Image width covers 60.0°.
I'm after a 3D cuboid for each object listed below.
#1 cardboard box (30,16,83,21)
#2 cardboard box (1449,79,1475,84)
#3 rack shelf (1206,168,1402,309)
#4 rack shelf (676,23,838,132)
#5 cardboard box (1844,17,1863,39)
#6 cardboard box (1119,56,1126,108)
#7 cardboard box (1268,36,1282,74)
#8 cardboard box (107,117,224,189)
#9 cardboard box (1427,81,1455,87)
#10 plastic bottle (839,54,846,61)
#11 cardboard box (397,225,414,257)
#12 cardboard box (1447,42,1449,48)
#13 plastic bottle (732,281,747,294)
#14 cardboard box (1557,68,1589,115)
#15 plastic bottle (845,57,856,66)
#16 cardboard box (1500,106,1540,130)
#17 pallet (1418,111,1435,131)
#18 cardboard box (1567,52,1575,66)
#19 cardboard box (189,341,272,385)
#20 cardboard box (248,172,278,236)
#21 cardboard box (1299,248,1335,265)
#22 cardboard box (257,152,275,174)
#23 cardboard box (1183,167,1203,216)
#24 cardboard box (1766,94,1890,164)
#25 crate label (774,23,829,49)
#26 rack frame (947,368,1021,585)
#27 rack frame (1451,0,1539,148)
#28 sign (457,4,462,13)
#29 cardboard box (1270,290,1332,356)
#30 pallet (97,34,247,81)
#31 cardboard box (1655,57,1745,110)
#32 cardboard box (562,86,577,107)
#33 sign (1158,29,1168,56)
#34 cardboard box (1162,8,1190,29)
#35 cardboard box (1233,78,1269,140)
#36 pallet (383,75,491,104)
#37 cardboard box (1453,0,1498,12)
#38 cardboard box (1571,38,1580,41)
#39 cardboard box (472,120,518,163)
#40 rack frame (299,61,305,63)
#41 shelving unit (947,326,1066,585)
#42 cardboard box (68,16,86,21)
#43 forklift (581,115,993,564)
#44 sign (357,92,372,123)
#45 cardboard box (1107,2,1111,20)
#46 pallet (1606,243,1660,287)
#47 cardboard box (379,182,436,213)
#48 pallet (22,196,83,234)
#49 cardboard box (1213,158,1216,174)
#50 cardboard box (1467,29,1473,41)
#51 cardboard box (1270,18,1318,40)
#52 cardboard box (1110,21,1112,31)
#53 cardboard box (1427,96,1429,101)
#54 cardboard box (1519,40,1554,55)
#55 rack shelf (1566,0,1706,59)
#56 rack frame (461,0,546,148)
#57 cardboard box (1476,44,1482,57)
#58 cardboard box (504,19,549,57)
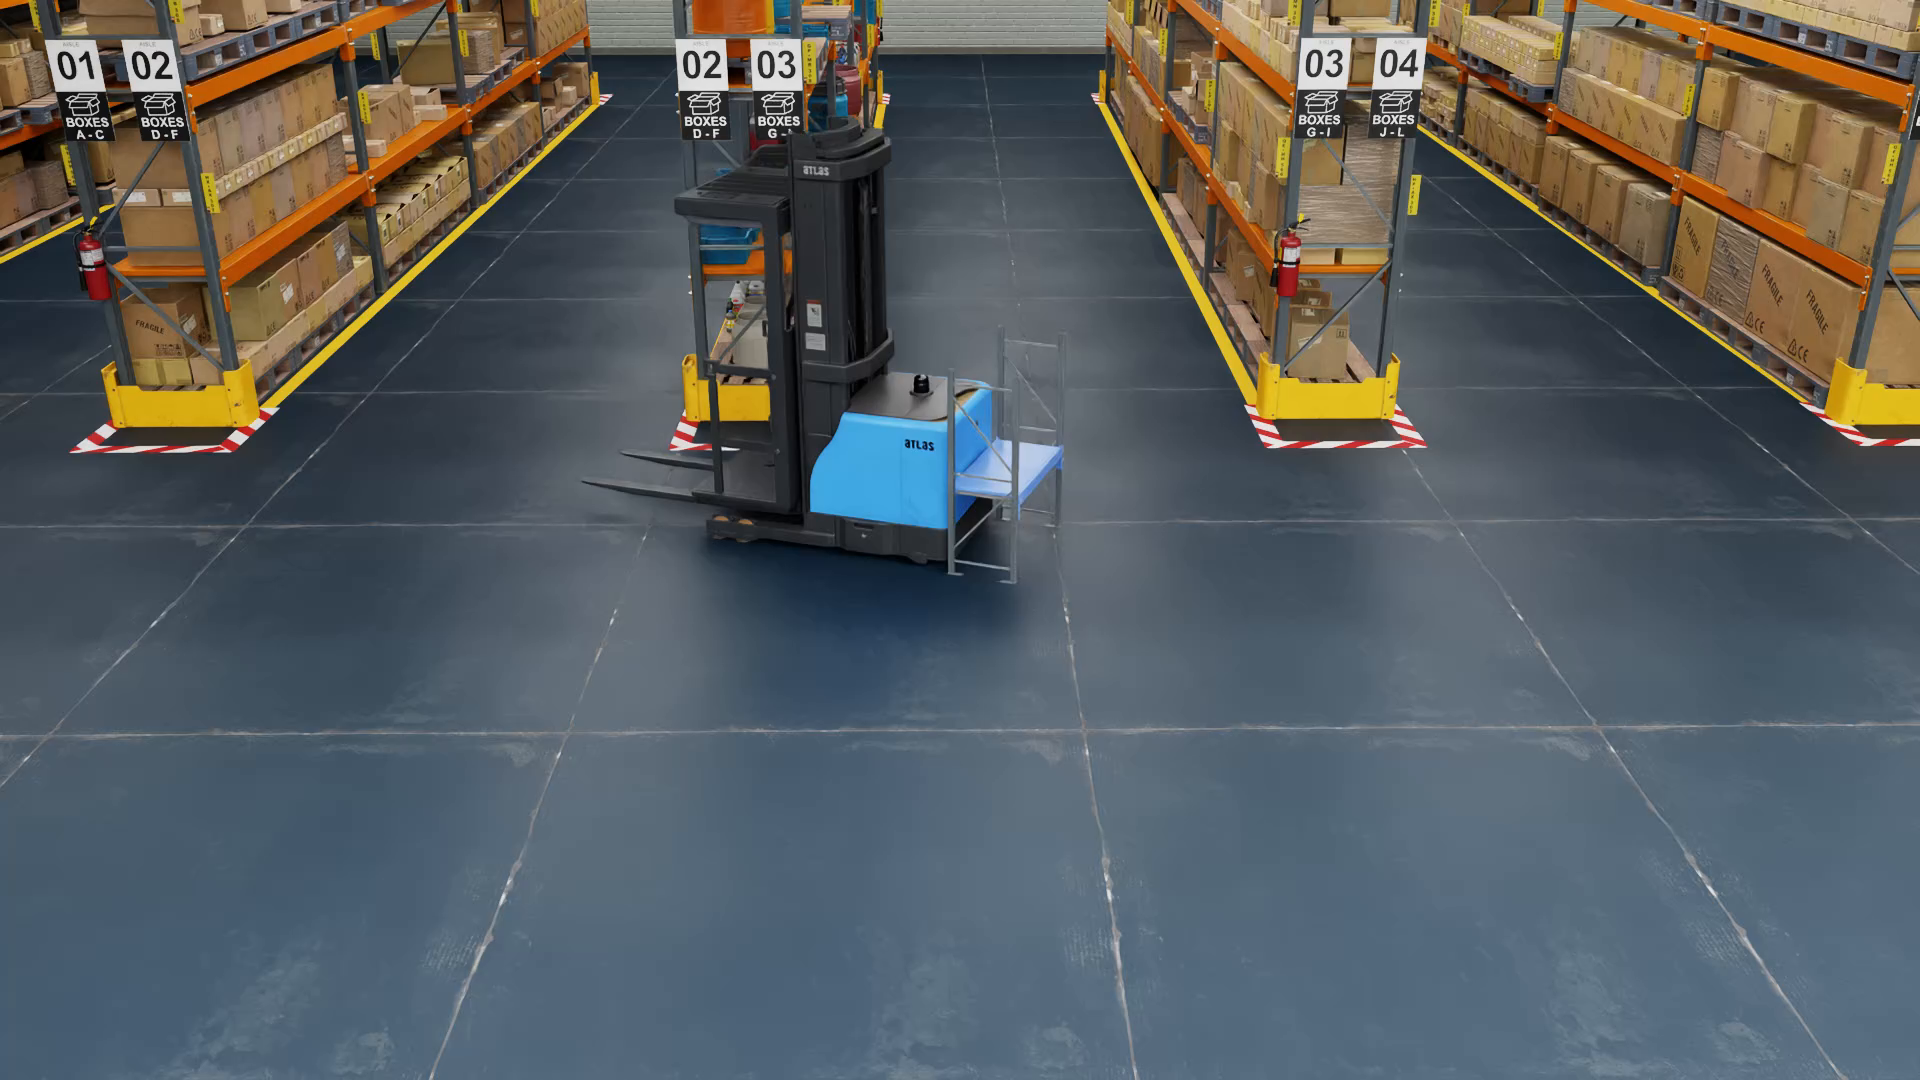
[{"bbox_3d":[-12.012,-6.829,22.177,0.500,0.250,0.500,-1,24,-2],"label":"cardboard box"},{"bbox_3d":[8.214,-7.441,27.173,0.380,0.149,0.250,-1,24,-2],"label":"cardboard box"},{"bbox_3d":[3.181,-2.954,15.897,1.077,0.370,4.000,0,24,-1],"label":"rack shelf"},{"bbox_3d":[-1.772,-4.298,15.229,1.077,0.370,4.000,0,24,-1],"label":"rack shelf"},{"bbox_3d":[7.814,-4.376,14.203,0.380,0.149,0.250,0,24,0],"label":"cardboard box"},{"bbox_3d":[3.125,-7.635,27.444,0.875,0.875,0.875,0,24,-1],"label":"cardboard box"},{"bbox_3d":[2.935,-4.159,14.231,0.500,0.250,0.500,0,24,0],"label":"cardboard box"},{"bbox_3d":[-6.696,-3.265,14.017,0.700,0.500,0.500,0,24,0],"label":"cardboard box"},{"bbox_3d":[7.788,-7.332,26.932,0.380,0.149,0.250,0,24,0],"label":"cardboard box"},{"bbox_3d":[-1.667,-6.738,23.548,0.097,0.271,0.097,0,24,0],"label":"plastic bottle"},{"bbox_3d":[-6.507,-3.379,18.791,0.500,0.250,0.500,0,24,1],"label":"cardboard box"},{"bbox_3d":[7.806,-7.707,25.839,0.380,0.149,0.250,-1,24,-2],"label":"cardboard box"},{"bbox_3d":[-2.191,-2.413,16.508,0.144,0.351,0.185,1,24,2],"label":"plastic bottle"},{"bbox_3d":[7.811,-5.594,20.740,0.500,0.500,0.500,0,24,0],"label":"cardboard box"},{"bbox_3d":[-1.540,-6.653,23.354,0.152,0.276,0.135,0,24,-1],"label":"plastic bottle"},{"bbox_3d":[7.801,-5.827,22.990,0.500,0.250,0.500,0,24,1],"label":"cardboard box"},{"bbox_3d":[7.974,-6.893,27.117,1.003,0.211,1.213,0,24,-1],"label":"pallet"},{"bbox_3d":[8.261,-6.369,22.009,0.380,0.149,0.250,-1,24,-2],"label":"cardboard box"},{"bbox_3d":[-6.486,-1.575,14.802,0.500,0.250,0.500,0,24,-1],"label":"cardboard box"},{"bbox_3d":[-6.705,-3.073,15.167,0.700,0.500,0.500,0,24,0],"label":"cardboard box"},{"bbox_3d":[2.993,-2.459,14.236,0.380,0.149,0.250,0,24,-1],"label":"cardboard box"},{"bbox_3d":[-6.508,-3.449,15.210,0.380,0.149,0.250,-1,24,-1],"label":"cardboard box"},{"bbox_3d":[3.162,-4.311,20.524,0.700,0.500,0.500,-2,24,-5],"label":"cardboard box"},{"bbox_3d":[8.094,-3.827,15.462,0.875,0.550,0.500,0,24,-1],"label":"cardboard box"},{"bbox_3d":[-1.440,-4.507,14.998,0.502,0.251,0.408,0,24,-1],"label":"crate label"},{"bbox_3d":[0.156,-0.415,11.231,0.500,1.500,0.032,9,26,19],"label":"rack frame"},{"bbox_3d":[8.033,-7.383,24.817,1.000,3.000,0.127,0,24,-1],"label":"rack frame"},{"bbox_3d":[-7.376,-7.748,24.574,0.100,0.325,0.005,0,24,-1],"label":"sign"},{"bbox_3d":[3.172,-2.013,15.468,0.500,0.500,0.500,6,25,13],"label":"cardboard box"},{"bbox_3d":[-6.685,-4.032,13.876,1.003,0.211,1.213,0,24,-1],"label":"pallet"},{"bbox_3d":[8.101,-5.004,18.222,0.700,0.500,0.500,-1,24,-1],"label":"cardboard box"},{"bbox_3d":[-6.645,-7.340,27.526,0.500,0.250,0.500,0,24,-1],"label":"cardboard box"},{"bbox_3d":[2.561,-6.277,20.968,0.100,0.325,0.005,0,24,-1],"label":"sign"},{"bbox_3d":[3.119,-6.826,22.248,0.797,0.503,0.637,0,24,1],"label":"cardboard box"},{"bbox_3d":[2.922,-4.143,15.959,0.500,0.500,0.500,0,24,-1],"label":"cardboard box"},{"bbox_3d":[-6.868,-5.902,21.776,1.213,0.211,1.003,0,24,-1],"label":"pallet"},{"bbox_3d":[7.757,-8.212,24.954,0.500,0.500,0.500,-1,24,-2],"label":"cardboard box"},{"bbox_3d":[8.259,-6.595,22.147,0.380,0.149,0.250,-1,24,-3],"label":"cardboard box"},{"bbox_3d":[-6.532,-5.599,23.371,0.500,0.500,0.500,-1,24,-2],"label":"cardboard box"},{"bbox_3d":[-11.831,-8.983,28.356,1.000,3.000,0.127,0,24,-1],"label":"rack frame"},{"bbox_3d":[0.333,-0.611,11.665,0.538,1.500,1.048,9,26,19],"label":"shelving unit"},{"bbox_3d":[-11.507,-6.834,22.188,0.500,0.250,0.500,0,24,0],"label":"cardboard box"},{"bbox_3d":[-1.330,-1.512,11.920,3.031,2.935,1.130,8,25,17],"label":"forklift"},{"bbox_3d":[-6.192,-4.496,17.288,0.100,0.325,0.005,0,24,-1],"label":"sign"},{"bbox_3d":[2.764,-8.918,28.033,0.500,0.250,0.500,-1,24,-2],"label":"cardboard box"},{"bbox_3d":[8.036,-3.133,18.805,1.003,0.211,1.213,0,24,-1],"label":"pallet"},{"bbox_3d":[-6.520,-4.061,19.620,0.500,0.311,0.500,0,24,1],"label":"cardboard box"},{"bbox_3d":[-11.736,-4.094,20.930,1.003,0.211,1.213,0,24,-1],"label":"pallet"},{"bbox_3d":[2.861,-3.901,17.424,0.380,0.149,0.250,0,24,-1],"label":"cardboard box"},{"bbox_3d":[7.582,-7.324,24.121,0.380,0.149,0.250,-1,24,-2],"label":"cardboard box"},{"bbox_3d":[2.863,-4.374,14.222,0.380,0.149,0.250,0,24,0],"label":"cardboard box"},{"bbox_3d":[2.710,-8.577,27.762,0.380,0.149,0.250,-1,24,-2],"label":"cardboard box"},{"bbox_3d":[7.805,-7.190,26.980,0.380,0.149,0.250,1,24,2],"label":"cardboard box"},{"bbox_3d":[7.609,-6.494,21.924,0.380,0.149,0.250,0,24,1],"label":"cardboard box"},{"bbox_3d":[8.098,-5.949,18.880,1.077,0.370,4.000,0,24,-1],"label":"rack shelf"},{"bbox_3d":[-6.834,-7.359,24.764,1.000,3.000,0.127,0,24,-1],"label":"rack frame"},{"bbox_3d":[7.587,-6.974,23.709,0.380,0.149,0.250,0,24,0],"label":"cardboard box"},{"bbox_3d":[-6.567,-7.616,25.211,0.500,0.500,0.500,0,24,1],"label":"cardboard box"}]
